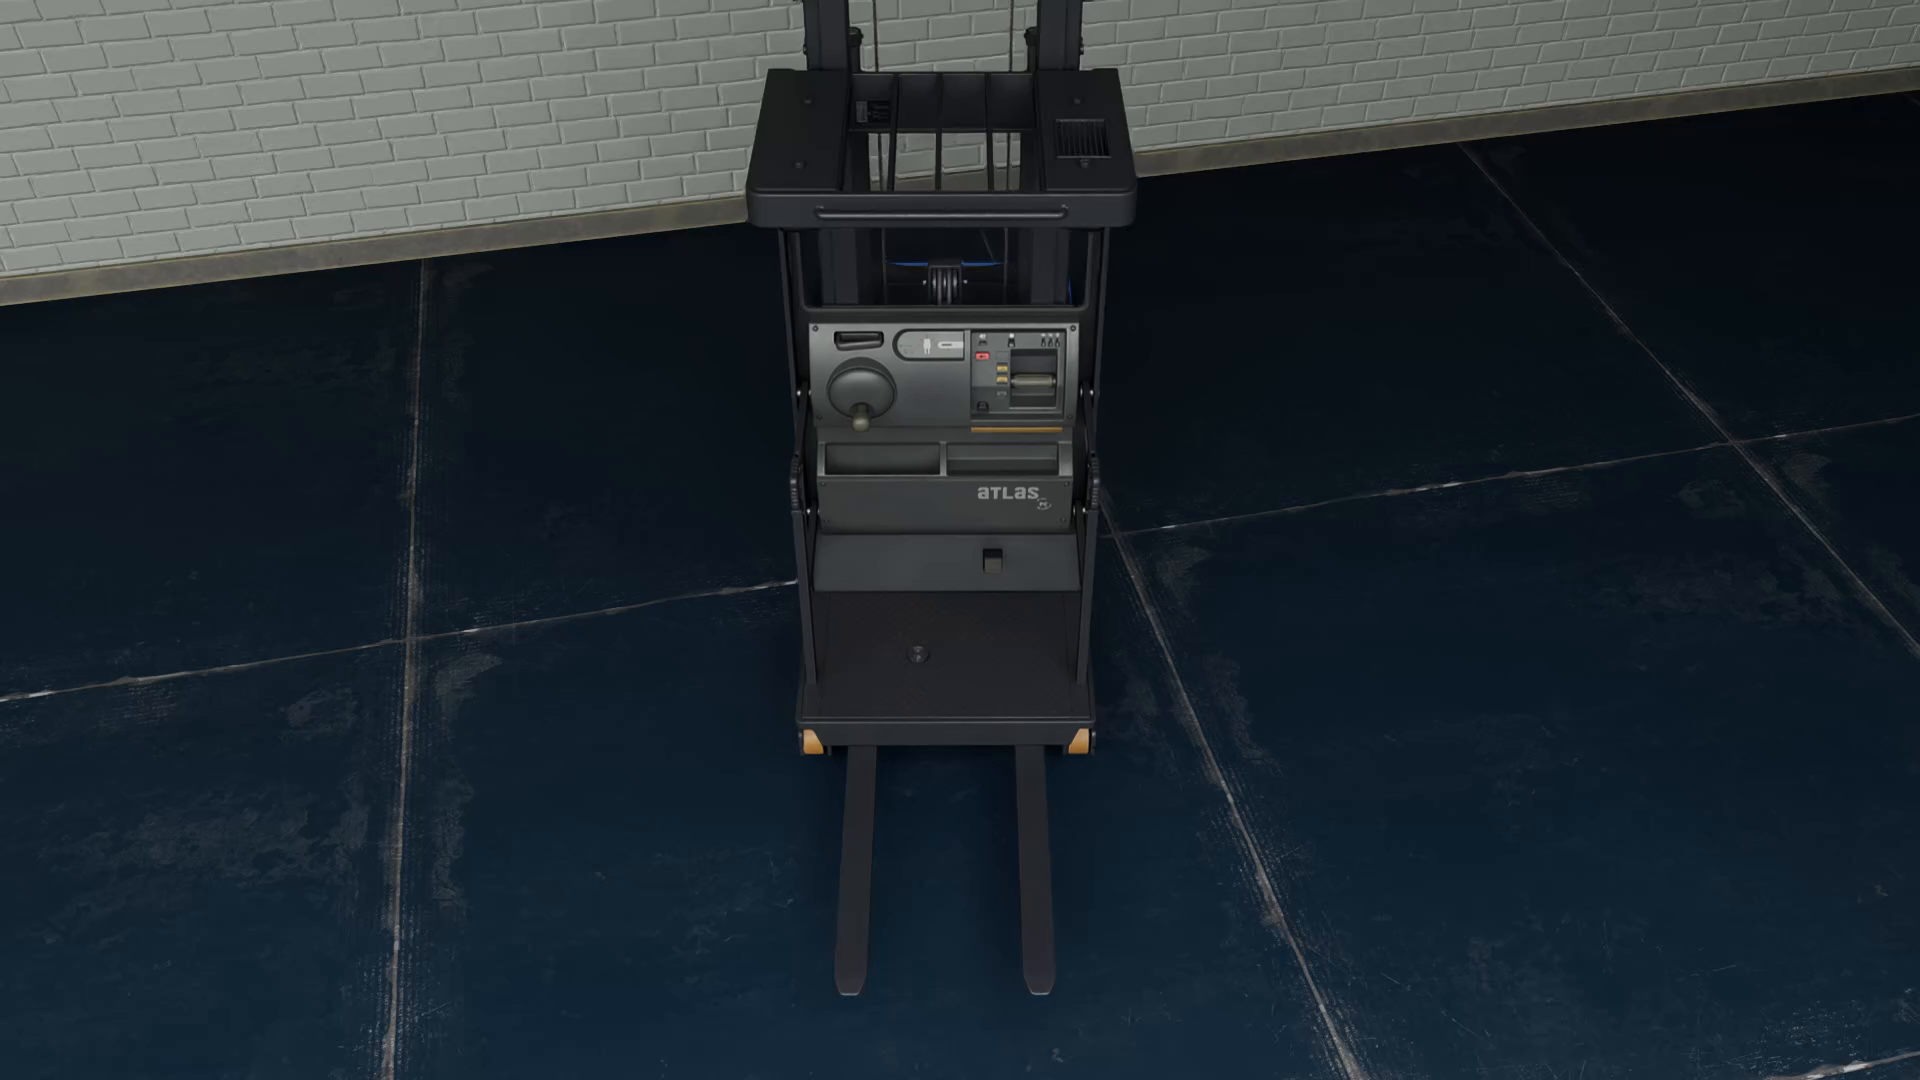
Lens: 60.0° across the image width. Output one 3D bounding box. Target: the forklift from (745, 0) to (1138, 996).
[{"bbox_3d":[-0.051,-0.490,5.594,1.130,2.935,3.031,0,42,0],"label":"forklift"}]
